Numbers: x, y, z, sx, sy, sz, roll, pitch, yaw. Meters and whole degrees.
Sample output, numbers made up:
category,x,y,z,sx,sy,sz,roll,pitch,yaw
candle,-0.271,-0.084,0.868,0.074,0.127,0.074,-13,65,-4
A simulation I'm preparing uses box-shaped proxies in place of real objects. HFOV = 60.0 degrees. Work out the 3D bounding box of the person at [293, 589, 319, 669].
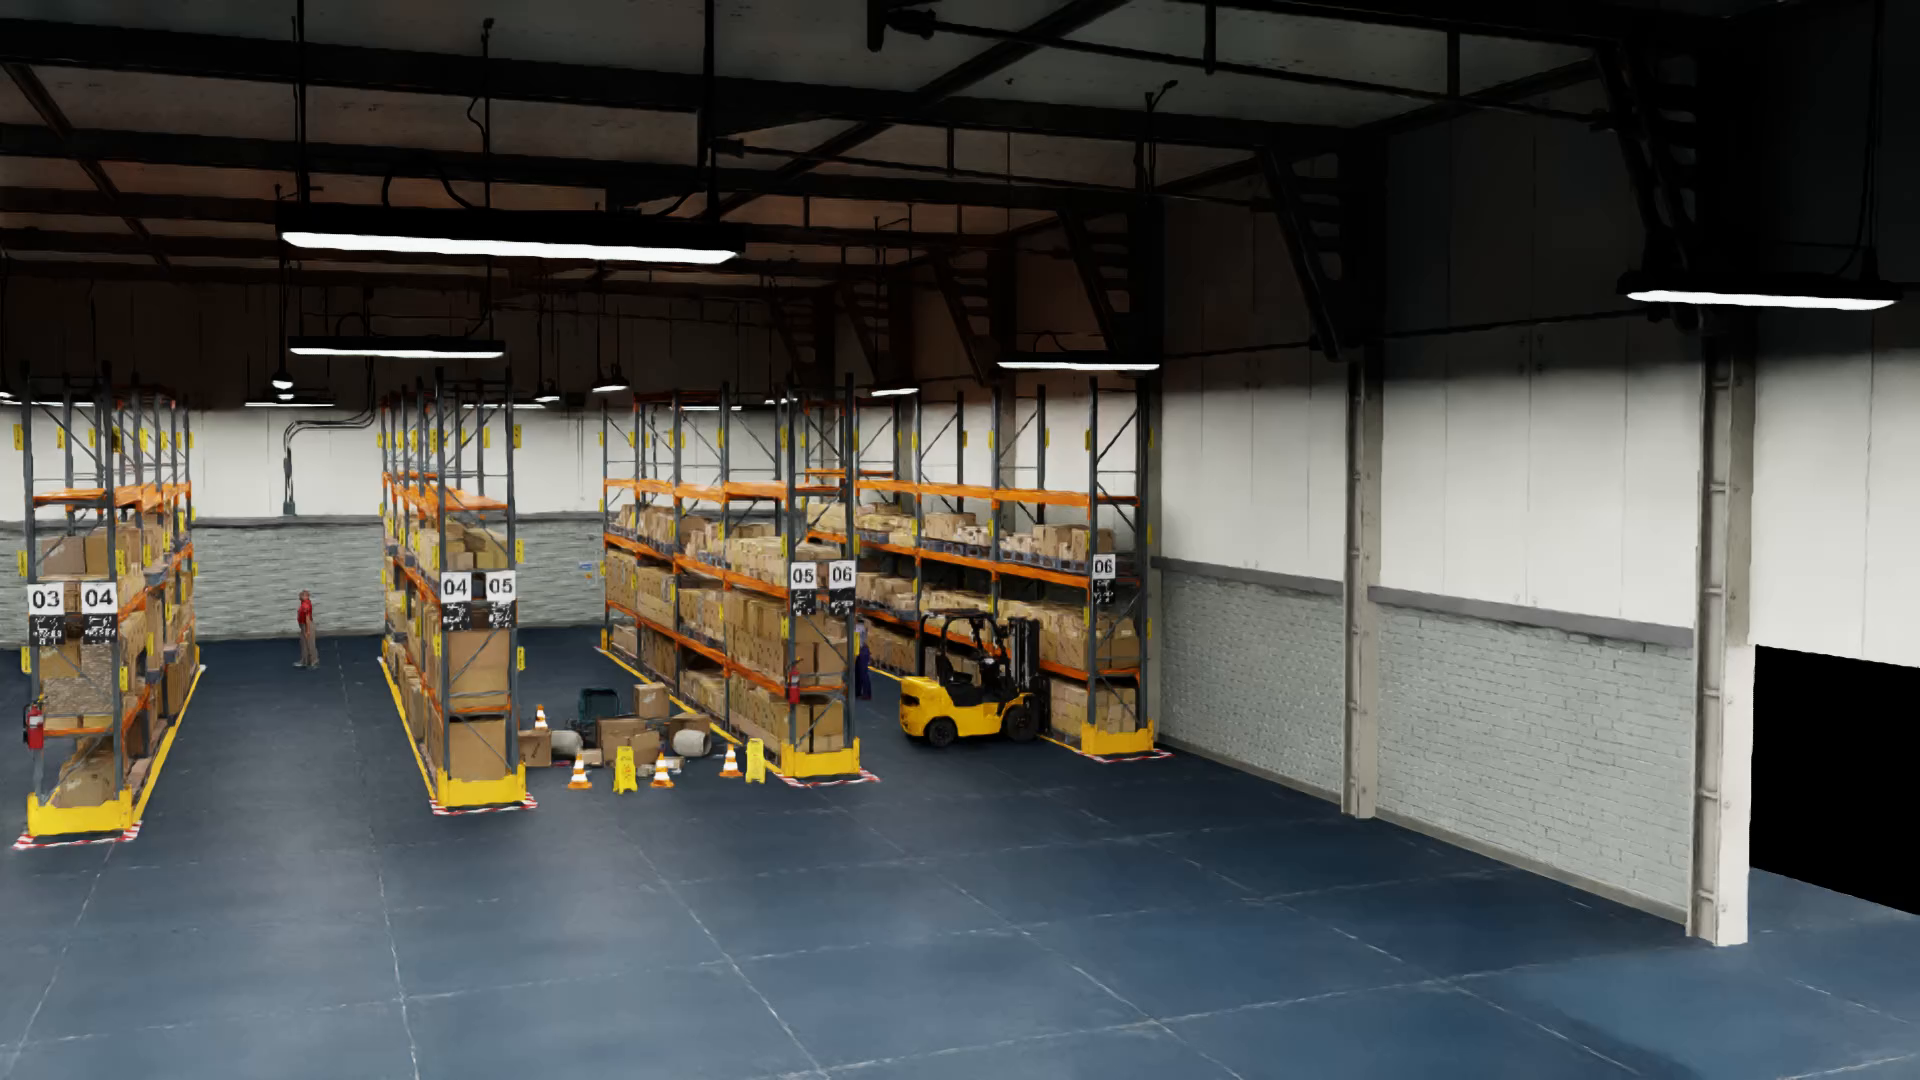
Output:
category,x,y,z,sx,sy,sz,roll,pitch,yaw
person,-14.333,1.935,36.389,0.531,1.729,0.737,-2,4,-25

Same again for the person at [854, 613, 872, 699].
category,x,y,z,sx,sy,sz,roll,pitch,yaw
person,-1.965,2.232,32.224,0.551,1.641,0.598,0,3,6
